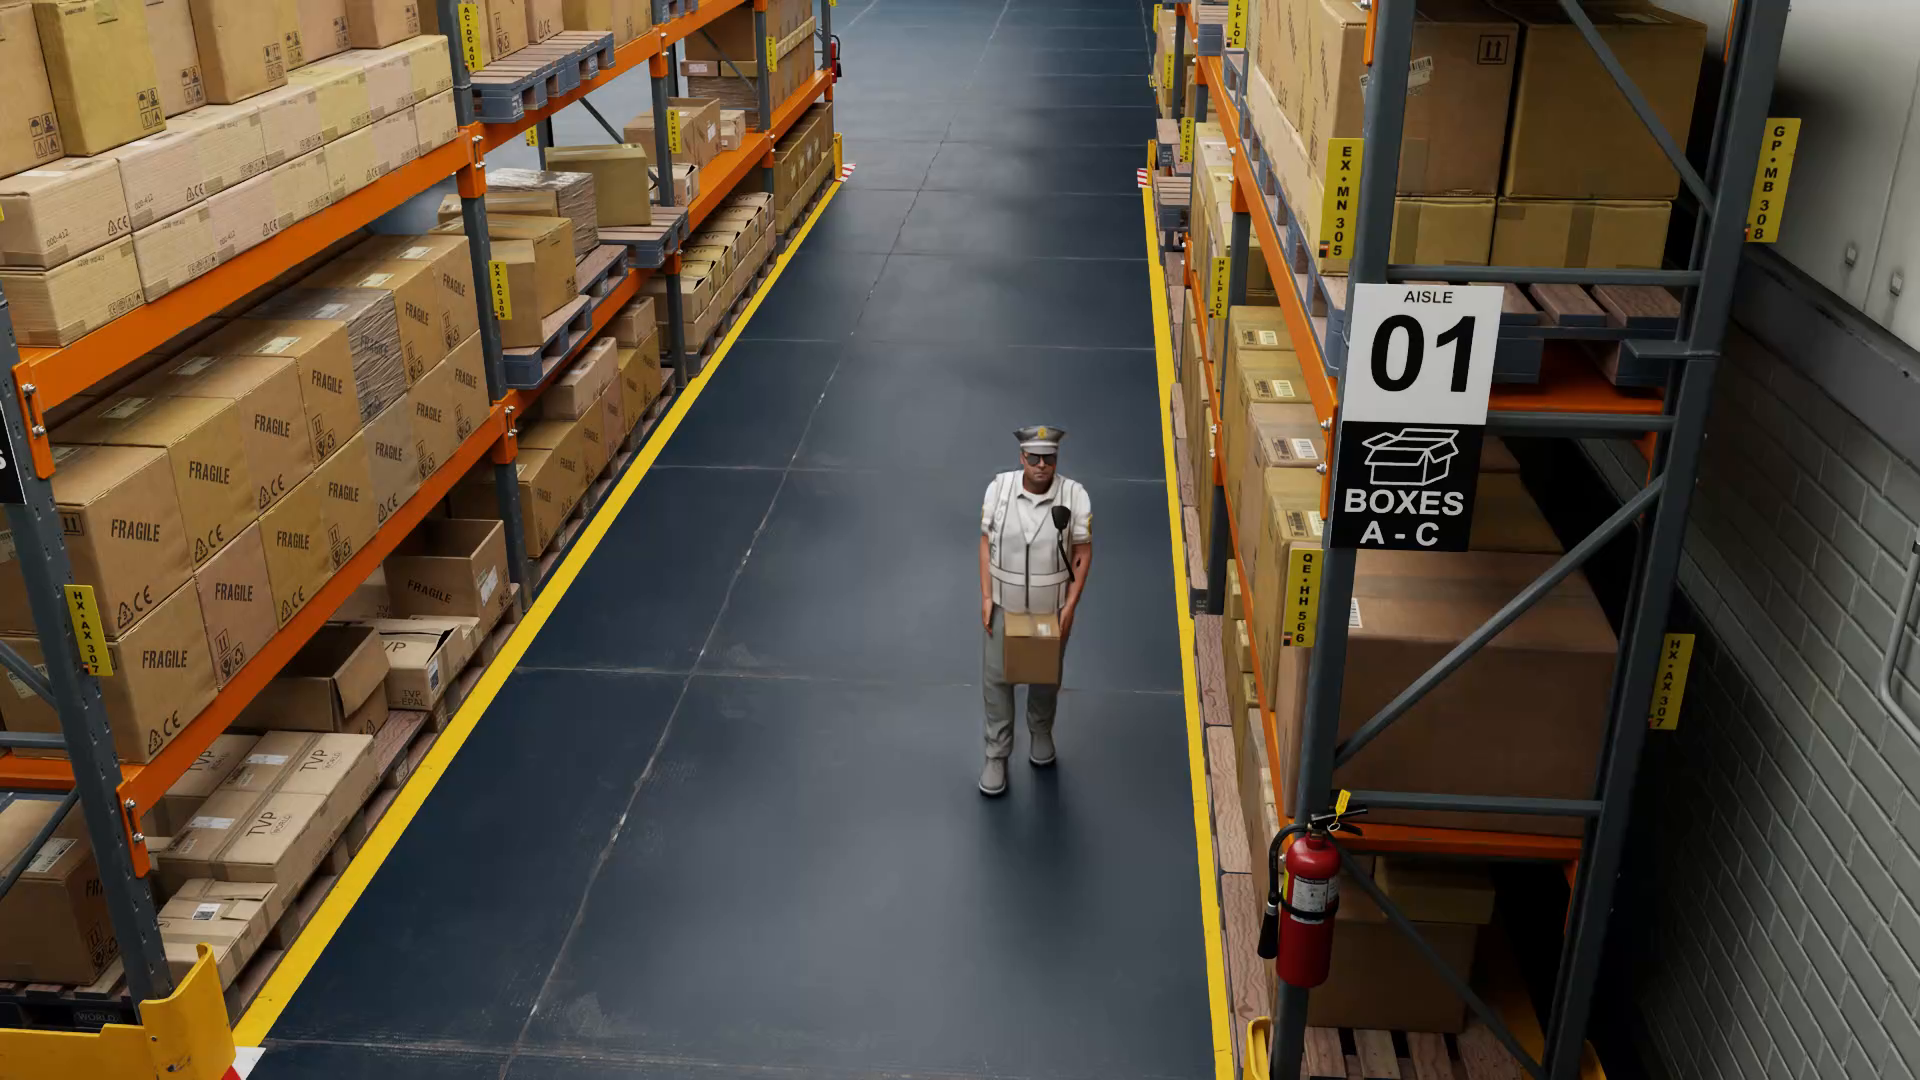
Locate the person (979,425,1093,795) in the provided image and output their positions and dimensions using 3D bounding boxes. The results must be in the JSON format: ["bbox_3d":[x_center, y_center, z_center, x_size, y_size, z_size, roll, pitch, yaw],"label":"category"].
[{"bbox_3d":[0.349,0.309,7.849,0.536,1.777,0.634,2,24,4],"label":"person"}]
